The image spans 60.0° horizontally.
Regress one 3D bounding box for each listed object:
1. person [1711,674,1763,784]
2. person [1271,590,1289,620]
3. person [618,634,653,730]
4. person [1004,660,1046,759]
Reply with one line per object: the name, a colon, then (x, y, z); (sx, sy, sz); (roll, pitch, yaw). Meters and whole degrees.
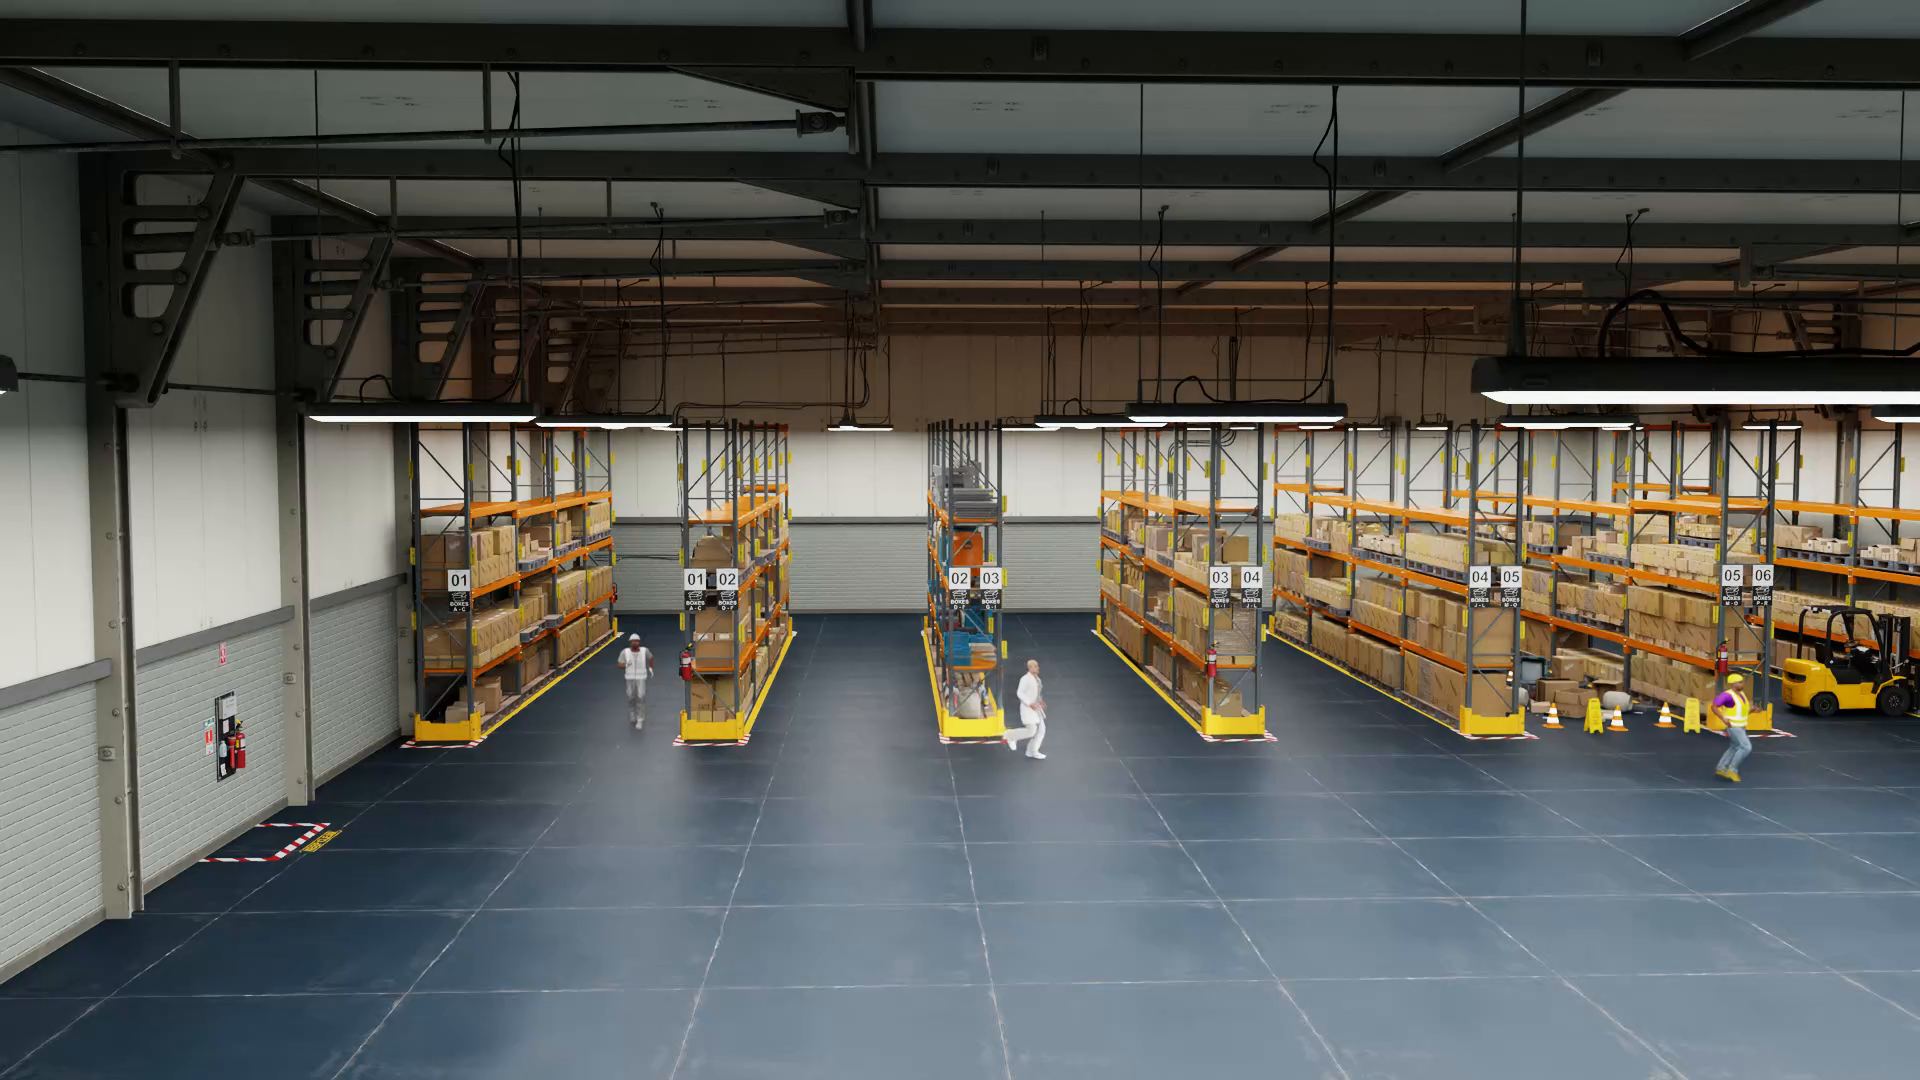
person: (12.783, 3.099, 27.346); (0.676, 1.799, 0.688); (-3, 5, -44)
person: (9.514, 1.772, 48.988); (0.901, 1.693, 0.609); (0, 4, -5)
person: (-6.329, 2.728, 32.435); (0.674, 1.800, 0.938); (0, 4, -7)
person: (1.178, 2.981, 29.425); (0.753, 1.738, 0.699); (2, 4, 29)
